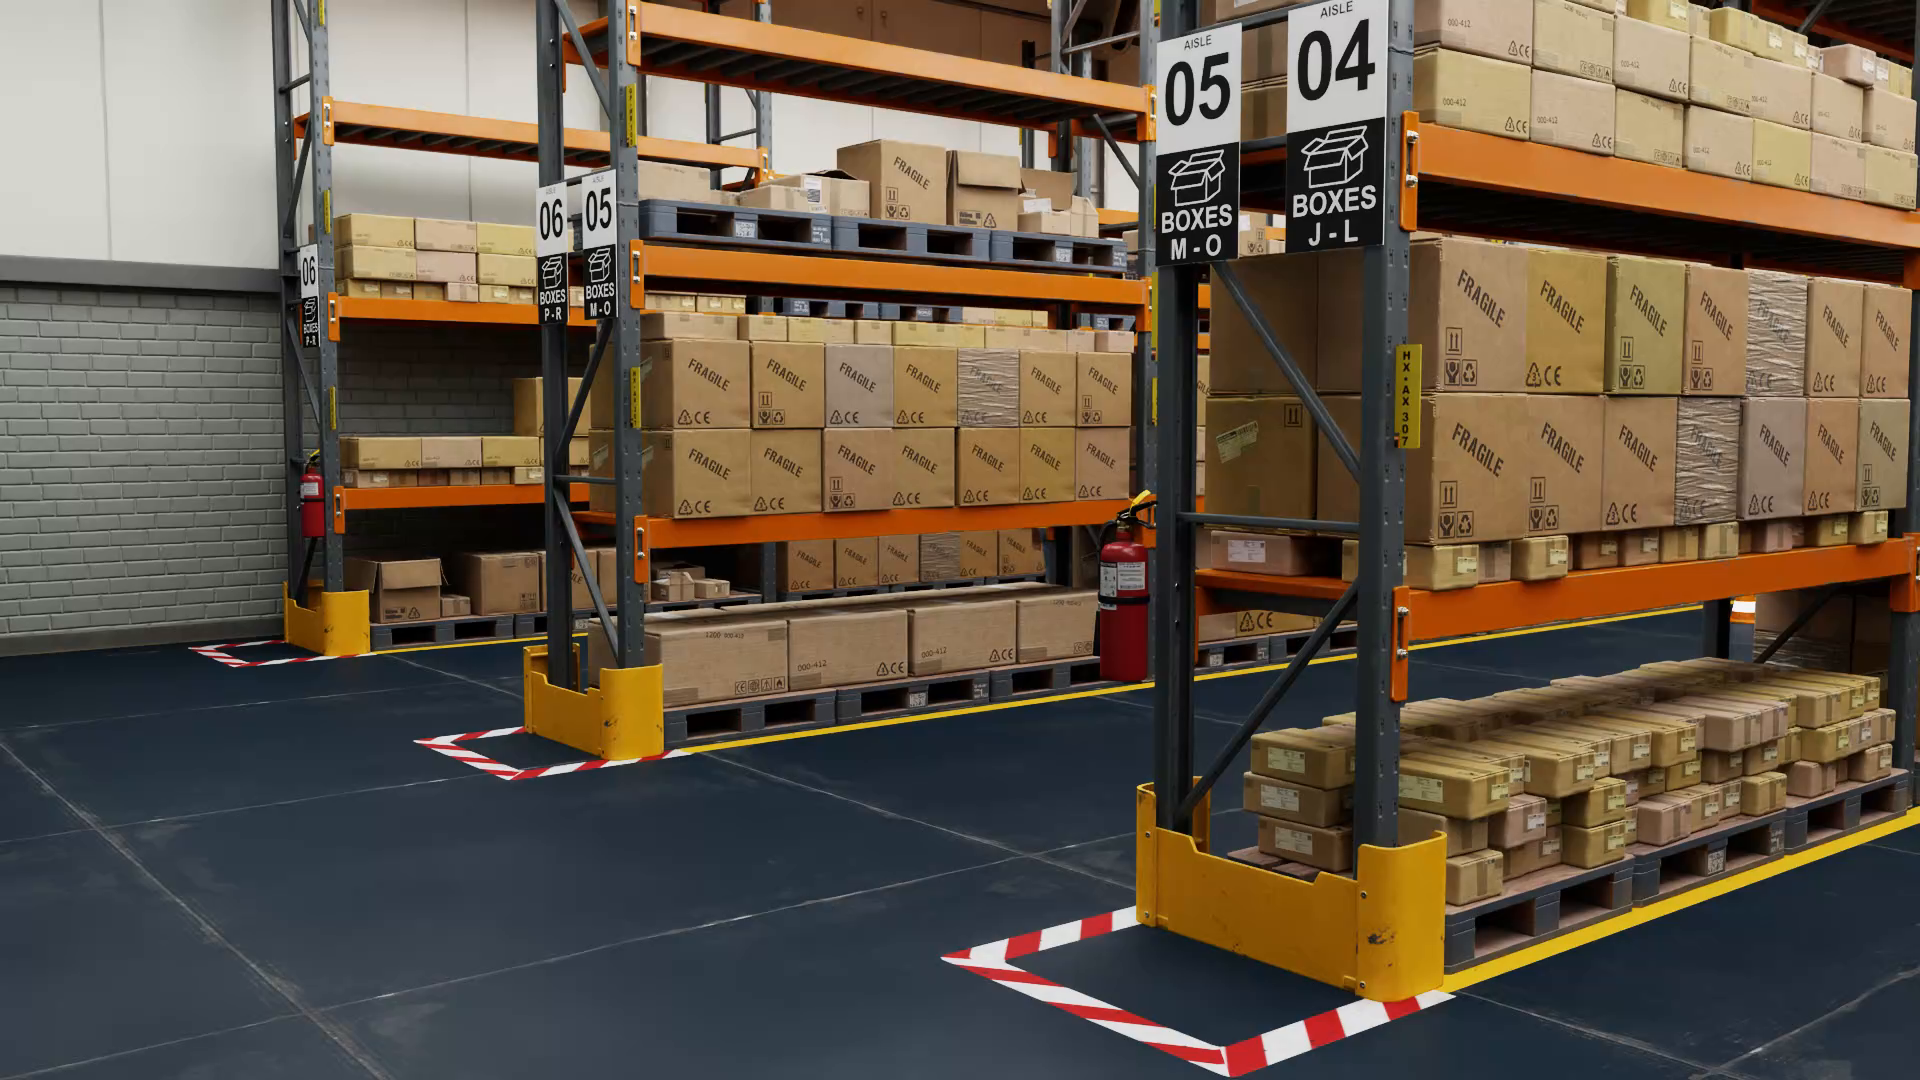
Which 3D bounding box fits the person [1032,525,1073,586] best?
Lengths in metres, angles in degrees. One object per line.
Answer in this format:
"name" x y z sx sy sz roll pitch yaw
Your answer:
"person" 0.886 -0.086 14.223 0.436 1.778 0.635 -3 5 -33
